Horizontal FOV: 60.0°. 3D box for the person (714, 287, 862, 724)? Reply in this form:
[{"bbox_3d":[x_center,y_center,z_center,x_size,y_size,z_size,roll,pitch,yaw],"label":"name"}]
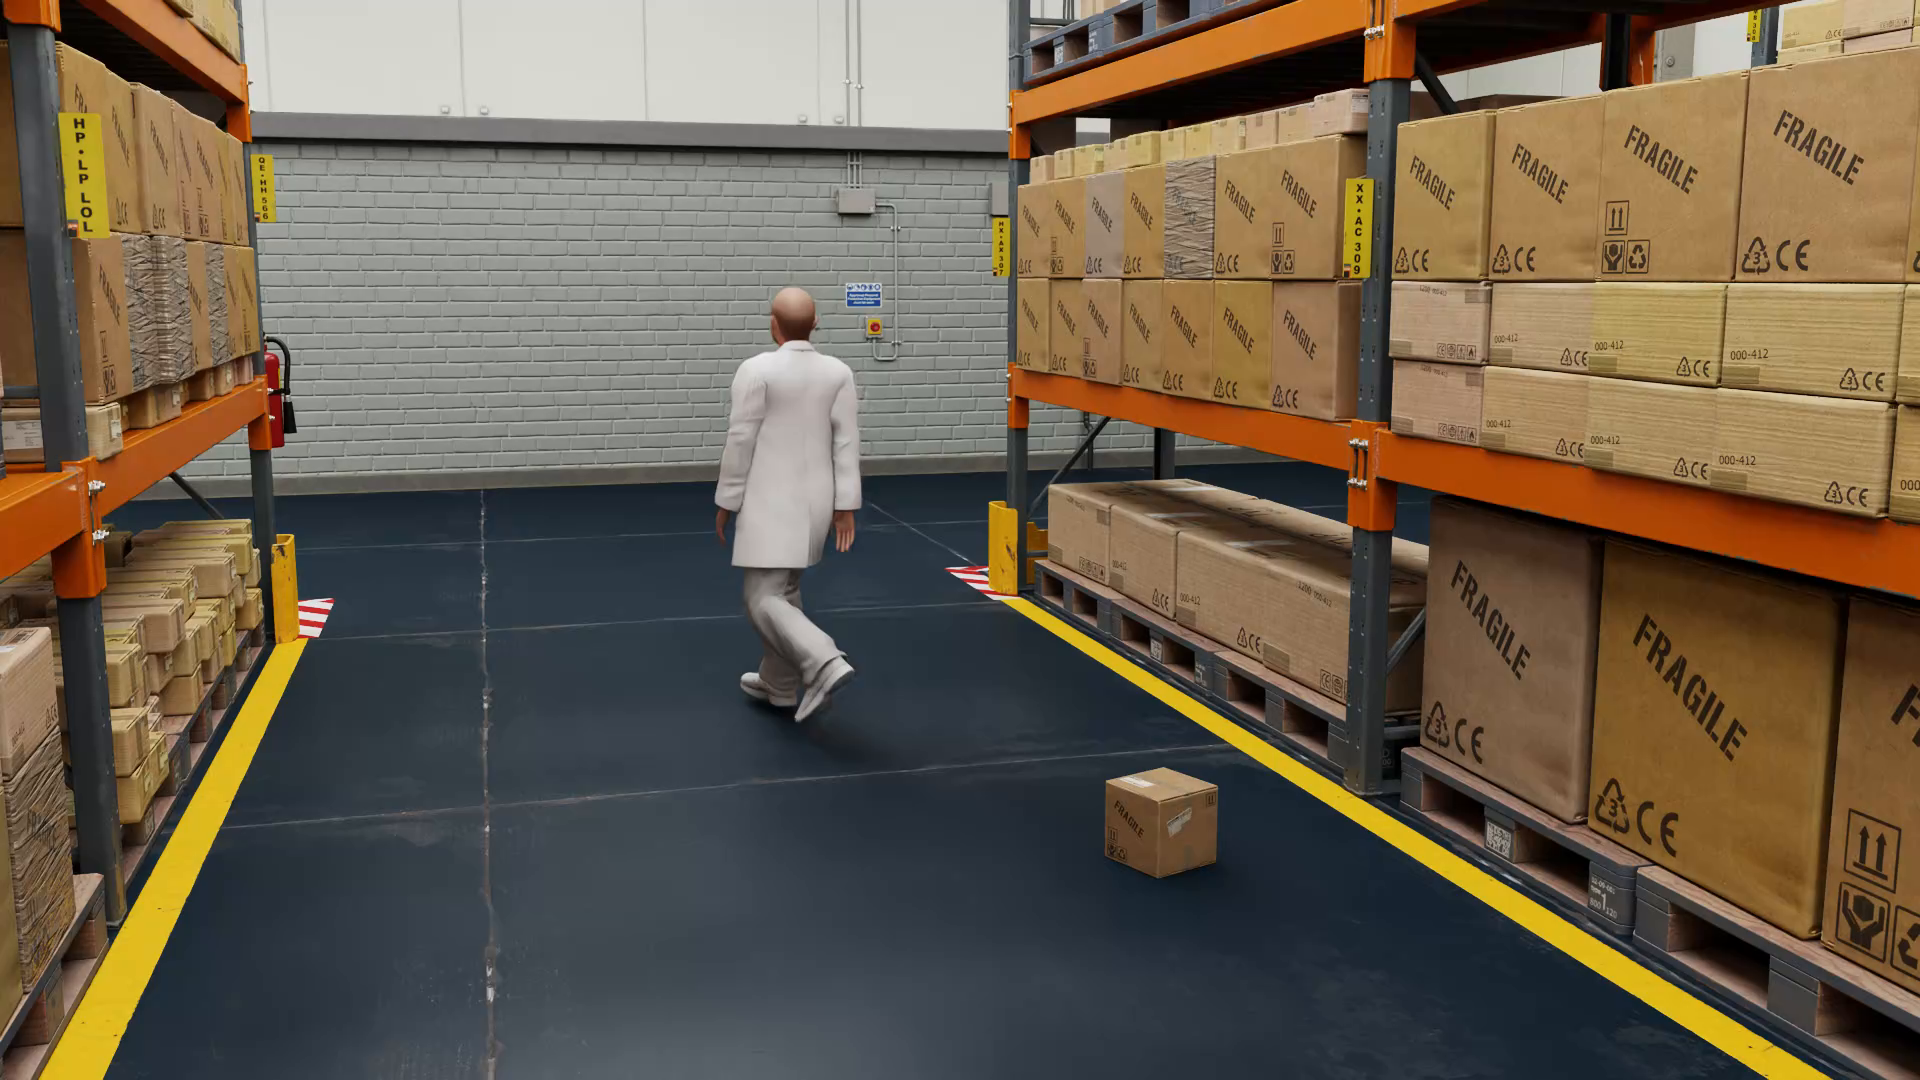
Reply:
[{"bbox_3d":[-0.682,-0.138,6.699,0.574,1.741,0.963,-8,12,-40],"label":"person"}]
